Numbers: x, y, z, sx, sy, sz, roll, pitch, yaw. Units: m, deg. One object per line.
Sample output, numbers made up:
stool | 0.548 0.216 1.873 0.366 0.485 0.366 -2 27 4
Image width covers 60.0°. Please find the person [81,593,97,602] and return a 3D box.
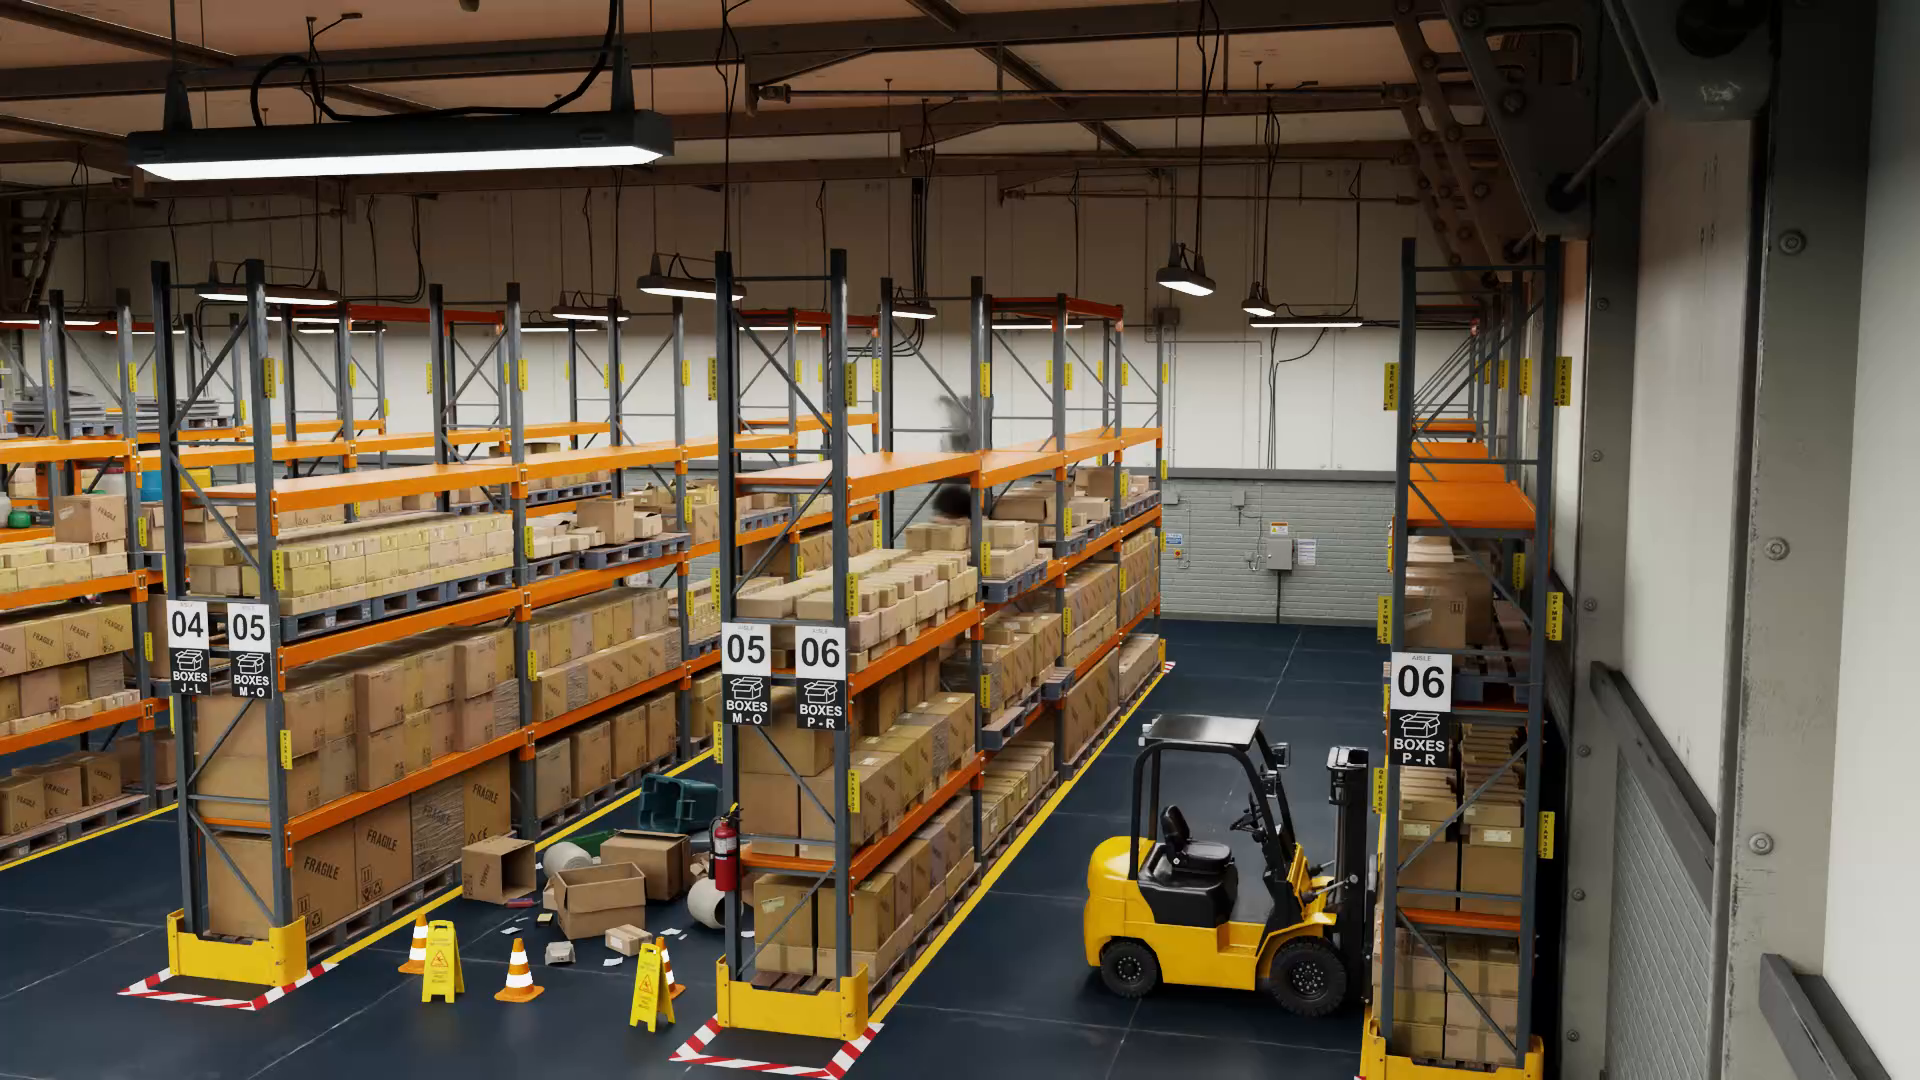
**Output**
person | -15.086 1.306 28.960 0.595 1.609 0.561 1 6 7

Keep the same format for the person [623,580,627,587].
person | -5.649 1.431 27.766 0.511 1.570 0.636 1 6 13

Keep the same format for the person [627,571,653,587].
person | -6.118 0.987 31.565 0.633 1.702 0.625 3 7 24
